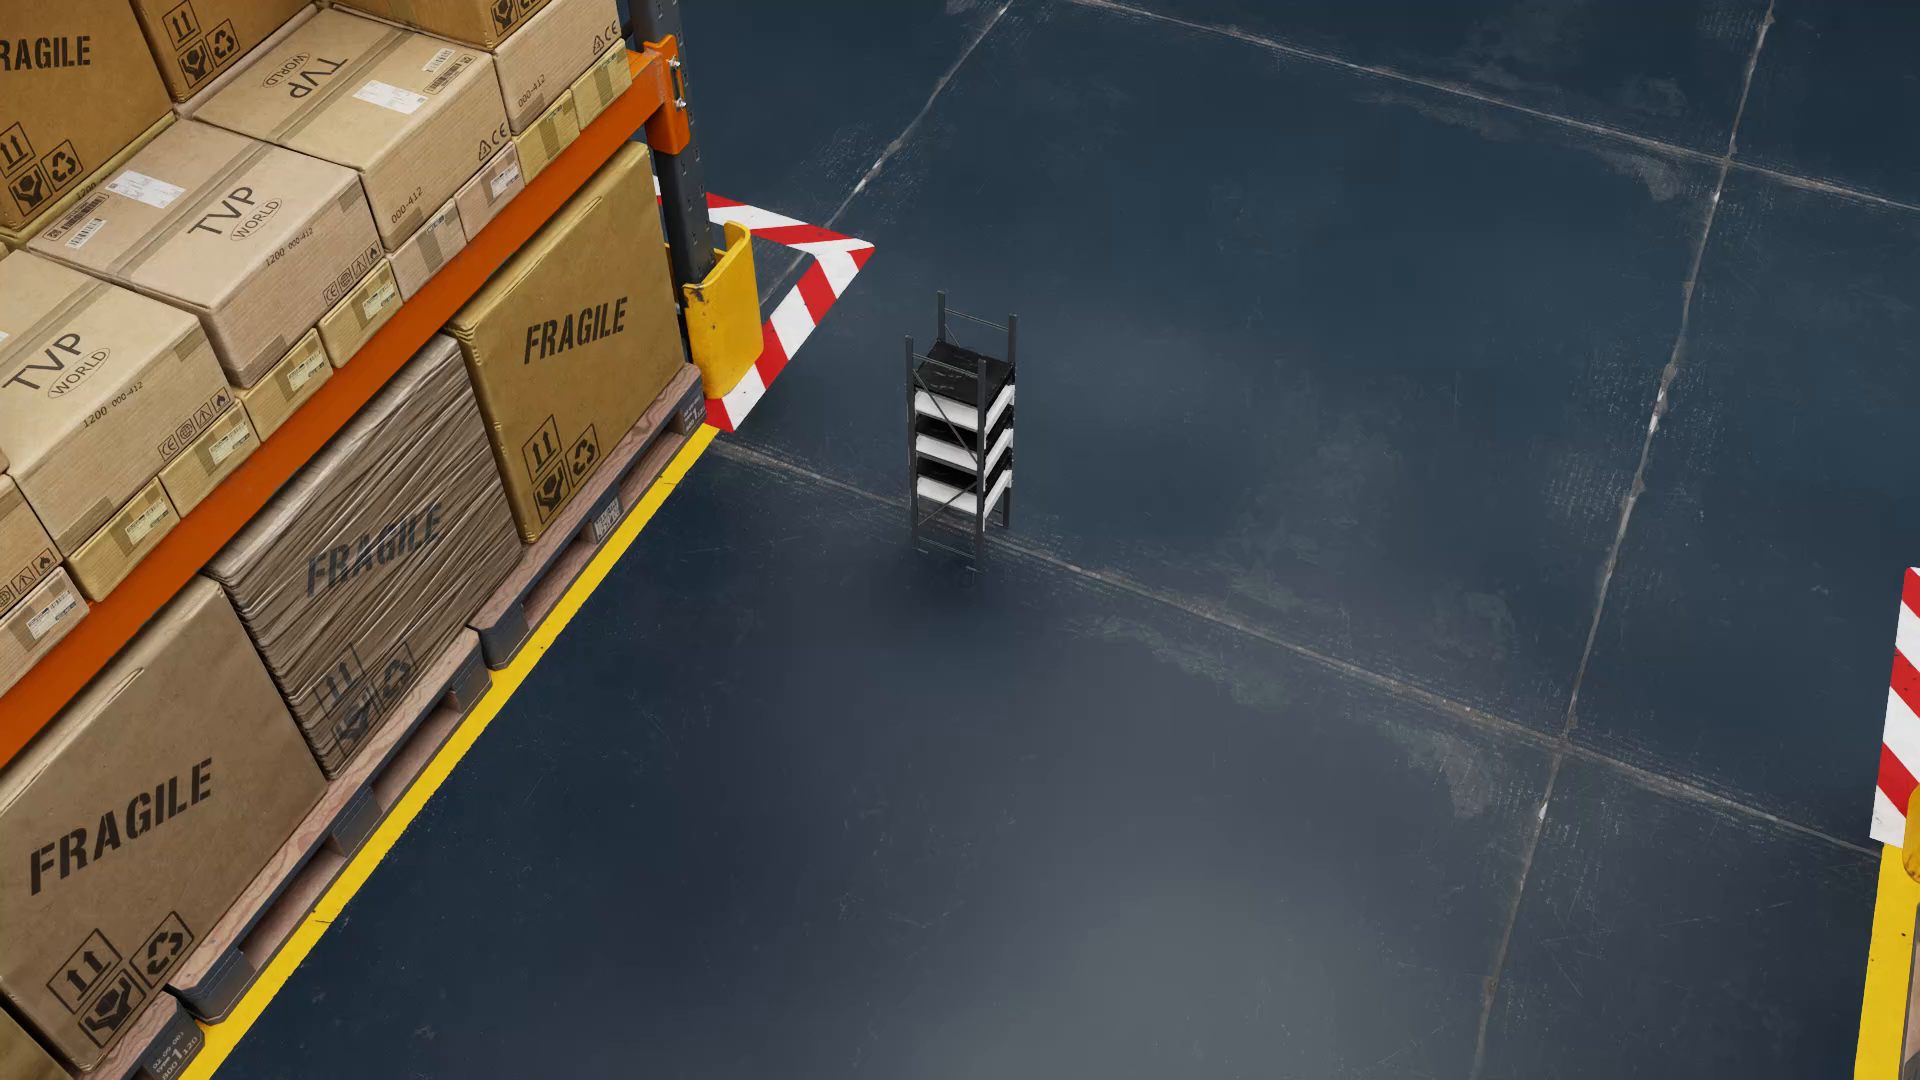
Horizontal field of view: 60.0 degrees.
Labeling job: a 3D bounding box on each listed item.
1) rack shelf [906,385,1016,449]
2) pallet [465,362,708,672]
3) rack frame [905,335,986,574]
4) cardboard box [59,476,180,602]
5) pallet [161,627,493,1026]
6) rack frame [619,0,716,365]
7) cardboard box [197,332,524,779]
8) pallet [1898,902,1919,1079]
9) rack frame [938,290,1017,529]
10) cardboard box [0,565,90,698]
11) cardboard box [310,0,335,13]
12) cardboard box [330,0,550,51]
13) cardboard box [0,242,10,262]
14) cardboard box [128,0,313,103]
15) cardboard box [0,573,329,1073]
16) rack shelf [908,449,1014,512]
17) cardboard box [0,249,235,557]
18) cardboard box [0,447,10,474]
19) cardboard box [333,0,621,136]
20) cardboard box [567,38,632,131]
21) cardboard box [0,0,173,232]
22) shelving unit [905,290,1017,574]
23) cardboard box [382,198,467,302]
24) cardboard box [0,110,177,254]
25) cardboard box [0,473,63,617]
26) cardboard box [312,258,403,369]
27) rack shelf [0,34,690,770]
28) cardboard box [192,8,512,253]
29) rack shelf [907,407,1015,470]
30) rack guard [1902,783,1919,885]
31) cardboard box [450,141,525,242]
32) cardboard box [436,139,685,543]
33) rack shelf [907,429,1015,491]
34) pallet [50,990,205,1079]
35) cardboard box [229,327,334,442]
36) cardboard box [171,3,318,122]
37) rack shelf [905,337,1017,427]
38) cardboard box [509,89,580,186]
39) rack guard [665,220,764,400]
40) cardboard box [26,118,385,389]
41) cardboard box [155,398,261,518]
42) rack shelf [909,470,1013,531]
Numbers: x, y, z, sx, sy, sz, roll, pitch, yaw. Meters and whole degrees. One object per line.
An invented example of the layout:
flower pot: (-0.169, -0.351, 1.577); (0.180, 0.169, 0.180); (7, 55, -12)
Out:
rack shelf: (0.003, -0.392, 4.800); (0.258, 0.077, 0.200); (20, 52, 16)
pallet: (-1.548, -0.245, 5.320); (1.003, 0.211, 1.213); (20, 52, 16)
rack frame: (-0.040, -0.227, 4.852); (0.240, 0.900, 0.006); (20, 52, 16)
cardboard box: (-1.894, -0.058, 3.495); (0.380, 0.149, 0.250); (18, 52, 15)
pallet: (-2.070, 0.592, 4.608); (1.003, 0.211, 1.213); (20, 52, 16)
rack frame: (-1.277, -1.725, 4.748); (1.000, 3.000, 0.127); (20, 52, 16)
cardboard box: (-1.867, -0.079, 4.467); (0.875, 0.875, 0.875); (20, 52, 16)
pallet: (2.753, 1.462, 3.867); (1.003, 0.211, 1.213); (20, 52, 16)
rack frame: (0.047, -0.367, 4.972); (0.240, 0.900, 0.006); (20, 52, 16)
cardboard box: (-2.005, 0.123, 3.341); (0.380, 0.149, 0.250); (20, 53, 16)
cardboard box: (-1.726, -1.530, 4.486); (0.500, 0.250, 0.500); (19, 52, 15)
cardboard box: (-1.247, -1.595, 4.048); (0.500, 0.500, 0.500); (20, 53, 17)
cardboard box: (-2.378, -0.464, 3.579); (0.500, 0.250, 0.500); (19, 52, 15)
cardboard box: (-1.940, -1.429, 3.907); (0.500, 0.500, 0.500); (19, 52, 15)
cardboard box: (-2.247, 0.534, 3.946); (0.875, 0.875, 0.875); (20, 52, 16)
rack shelf: (0.003, -0.217, 5.006); (0.258, 0.077, 0.200); (20, 52, 16)
cardboard box: (-1.897, -0.293, 3.433); (0.500, 0.250, 0.500); (20, 52, 16)
cardboard box: (-2.115, -0.204, 2.865); (0.500, 0.500, 0.500); (18, 52, 15)
cardboard box: (-1.244, -1.353, 4.335); (0.500, 0.250, 0.500); (19, 52, 16)
cardboard box: (-1.131, -1.291, 4.544); (0.380, 0.149, 0.250); (21, 53, 17)
cardboard box: (-2.156, -1.070, 3.602); (0.500, 0.500, 0.500); (19, 52, 15)
shelving unit: (0.003, -0.297, 4.912); (0.258, 0.900, 0.210); (20, 52, 16)
cardboard box: (-1.457, -0.767, 4.098); (0.380, 0.149, 0.250); (21, 53, 17)
cardboard box: (-2.160, -0.825, 3.886); (0.500, 0.250, 0.500); (18, 52, 15)
cardboard box: (-2.115, 0.044, 3.146); (0.500, 0.250, 0.500); (21, 53, 17)
cardboard box: (-1.566, -0.587, 3.945); (0.380, 0.149, 0.250); (19, 52, 15)
rack shelf: (-2.131, -0.115, 3.850); (1.077, 0.370, 4.000); (20, 52, 16)
cardboard box: (-1.461, -1.004, 4.038); (0.500, 0.250, 0.500); (19, 52, 15)
rack shelf: (0.003, -0.334, 4.869); (0.258, 0.077, 0.200); (20, 52, 16)
rack guard: (3.132, 0.821, 4.223); (1.175, 0.500, 0.348); (20, 52, 16)
cardboard box: (-1.350, -0.938, 4.244); (0.380, 0.149, 0.250); (20, 52, 16)
cardboard box: (-1.478, -0.706, 5.000); (0.875, 0.875, 0.875); (20, 52, 16)
rack shelf: (0.003, -0.276, 4.937); (0.258, 0.077, 0.200); (20, 52, 16)
pallet: (-2.590, 1.435, 3.890); (1.003, 0.211, 1.213); (20, 52, 16)
cardboard box: (-1.677, -0.409, 3.793); (0.380, 0.149, 0.250); (20, 52, 16)
cardboard box: (-1.942, -1.170, 4.179); (0.500, 0.250, 0.500); (19, 52, 16)
rack shelf: (0.003, -0.451, 4.732); (0.258, 0.077, 0.200); (20, 52, 16)
cardboard box: (-1.241, -1.112, 4.391); (0.380, 0.149, 0.250); (20, 53, 16)
rack guard: (-1.267, -0.931, 5.714); (1.175, 0.500, 0.348); (20, 52, 16)
cardboard box: (-1.678, -0.653, 3.739); (0.500, 0.250, 0.500); (18, 52, 15)
cardboard box: (-1.785, -0.239, 3.648); (0.380, 0.149, 0.250); (21, 53, 17)
rack shelf: (0.003, -0.159, 5.075); (0.258, 0.077, 0.200); (20, 52, 16)
